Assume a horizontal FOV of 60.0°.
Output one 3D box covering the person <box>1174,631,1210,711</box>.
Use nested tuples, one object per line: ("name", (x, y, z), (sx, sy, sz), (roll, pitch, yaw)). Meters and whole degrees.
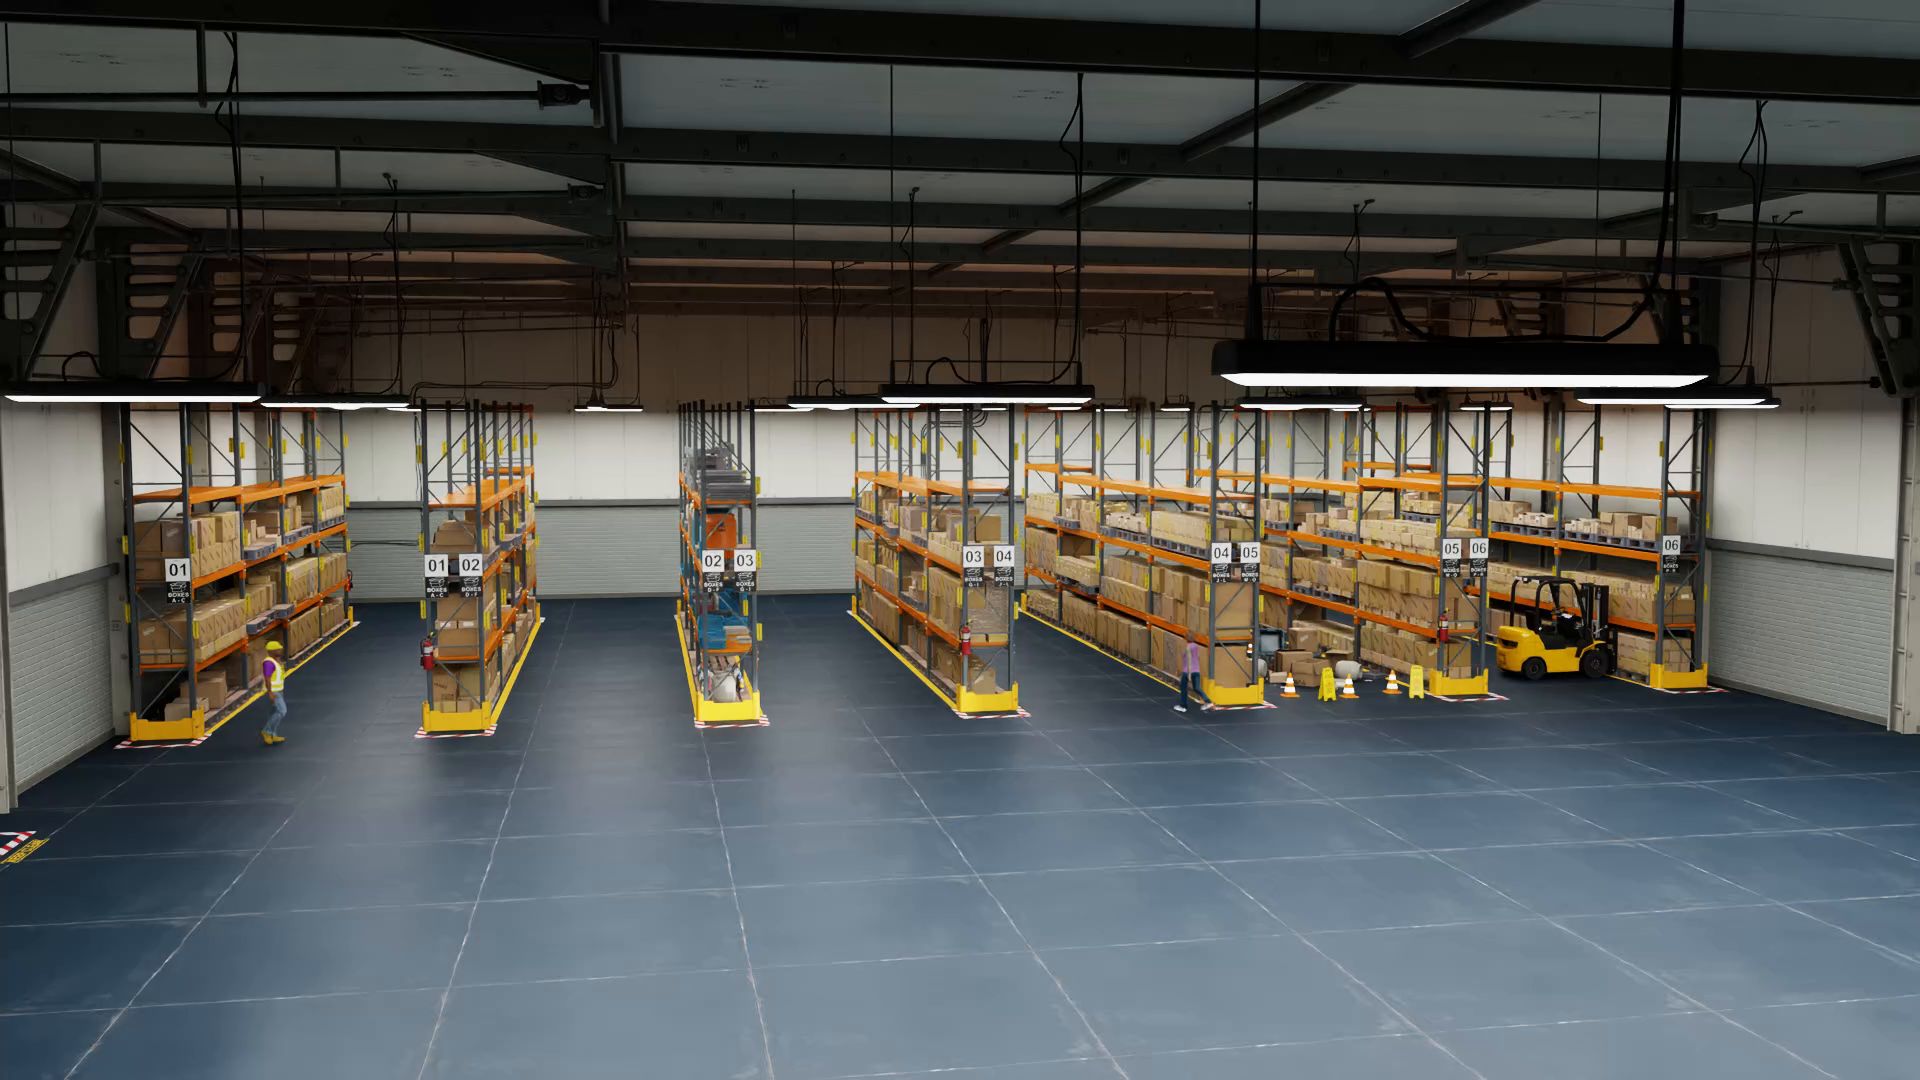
("person", (4.464, 2.523, 31.918), (0.416, 1.561, 0.790), (-3, 6, -39))

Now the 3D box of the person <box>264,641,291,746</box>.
("person", (-11.875, 2.661, 28.948), (0.473, 1.800, 0.612), (-1, 4, -10))

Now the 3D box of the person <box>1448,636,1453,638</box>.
("person", (11.246, 1.977, 38.142), (0.682, 1.781, 0.593), (-3, 5, -38))
